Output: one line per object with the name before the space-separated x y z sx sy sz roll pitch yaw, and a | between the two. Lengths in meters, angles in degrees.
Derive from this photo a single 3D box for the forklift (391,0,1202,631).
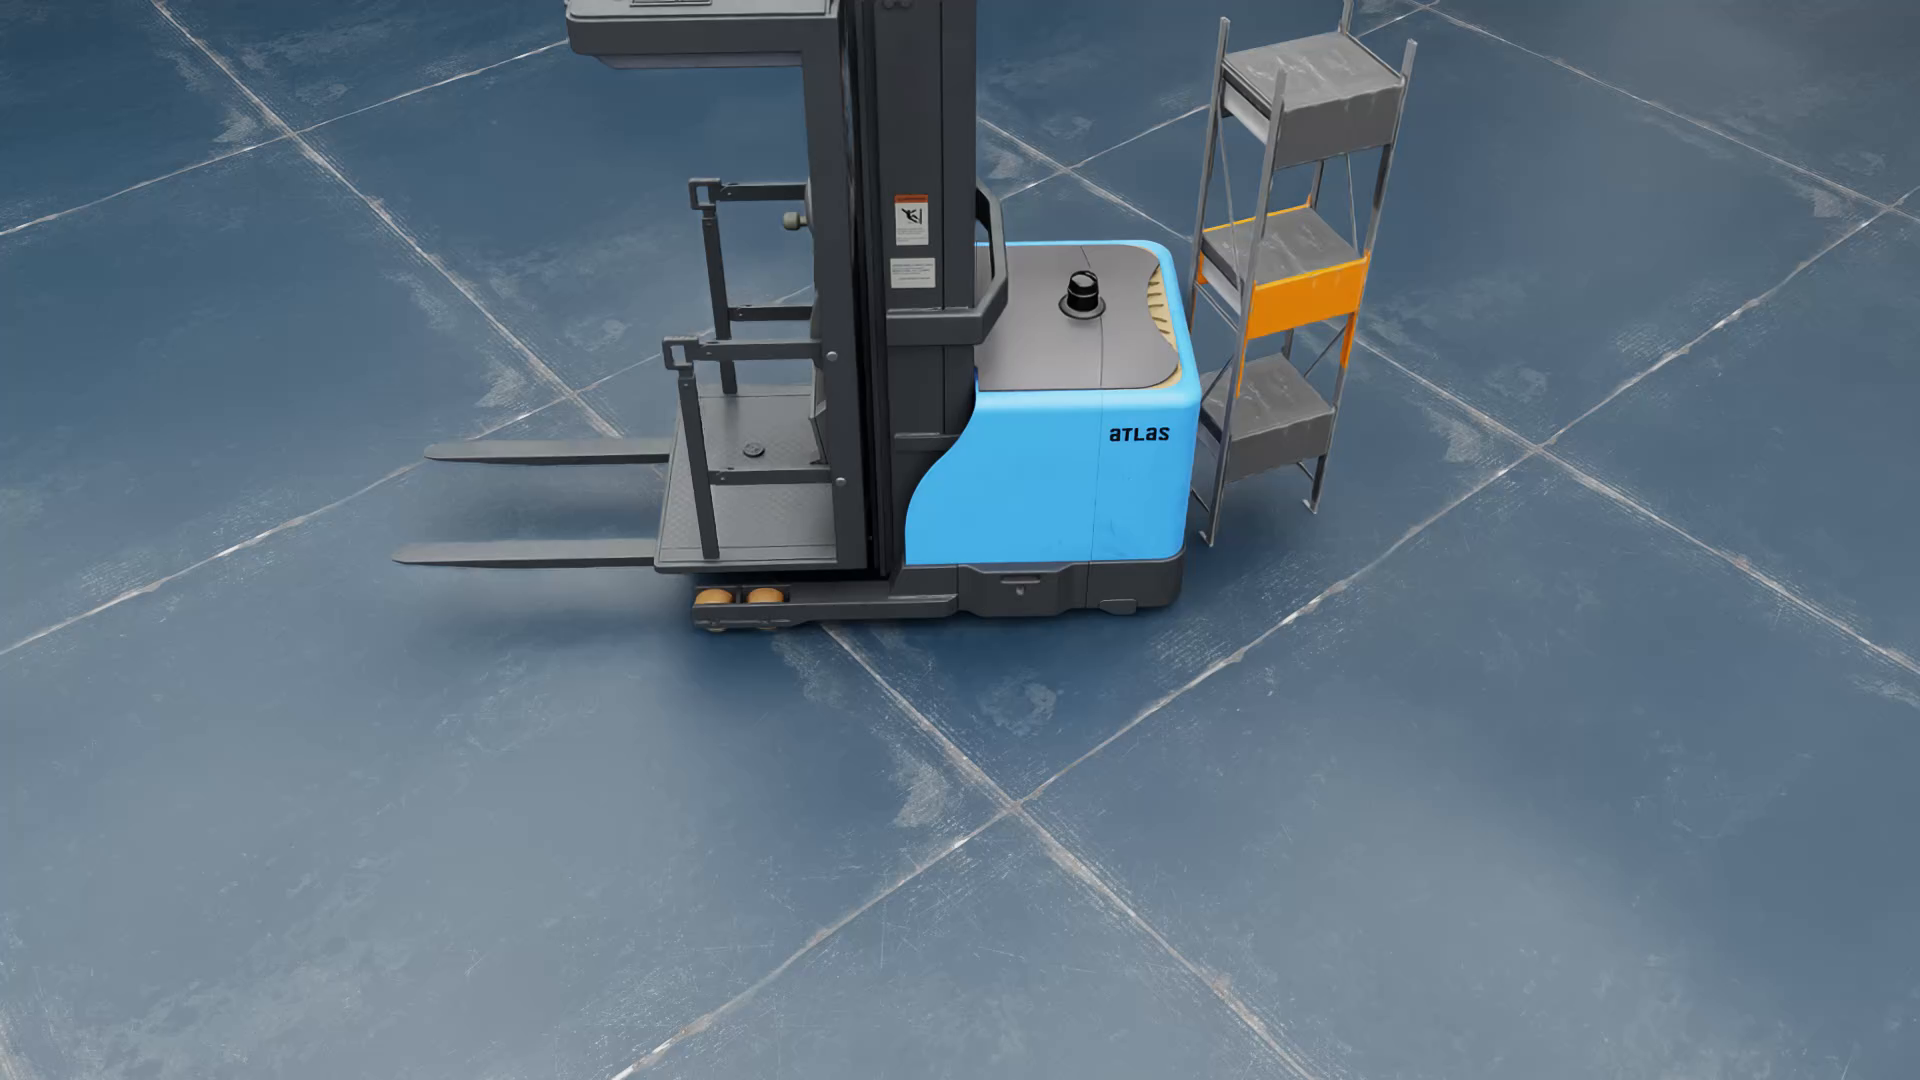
forklift | -0.671 -1.090 5.770 3.031 2.935 1.130 -1 43 -1

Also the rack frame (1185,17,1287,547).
rack frame | 0.944 -0.854 6.119 0.015 2.100 0.400 -16 47 -17

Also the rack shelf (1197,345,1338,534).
rack shelf | 1.164 -0.407 6.686 0.480 0.518 0.431 -16 47 -17

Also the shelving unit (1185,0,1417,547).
shelving unit | 1.168 -0.919 6.189 0.503 2.100 0.431 -16 47 -17

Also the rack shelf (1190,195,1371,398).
rack shelf | 1.168 -0.910 6.199 0.480 0.518 0.431 -16 47 -17

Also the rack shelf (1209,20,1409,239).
rack shelf | 1.173 -1.412 5.711 0.480 0.518 0.431 -16 47 -17

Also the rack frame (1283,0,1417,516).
rack frame | 1.393 -0.985 6.259 0.015 2.100 0.400 -16 47 -17
